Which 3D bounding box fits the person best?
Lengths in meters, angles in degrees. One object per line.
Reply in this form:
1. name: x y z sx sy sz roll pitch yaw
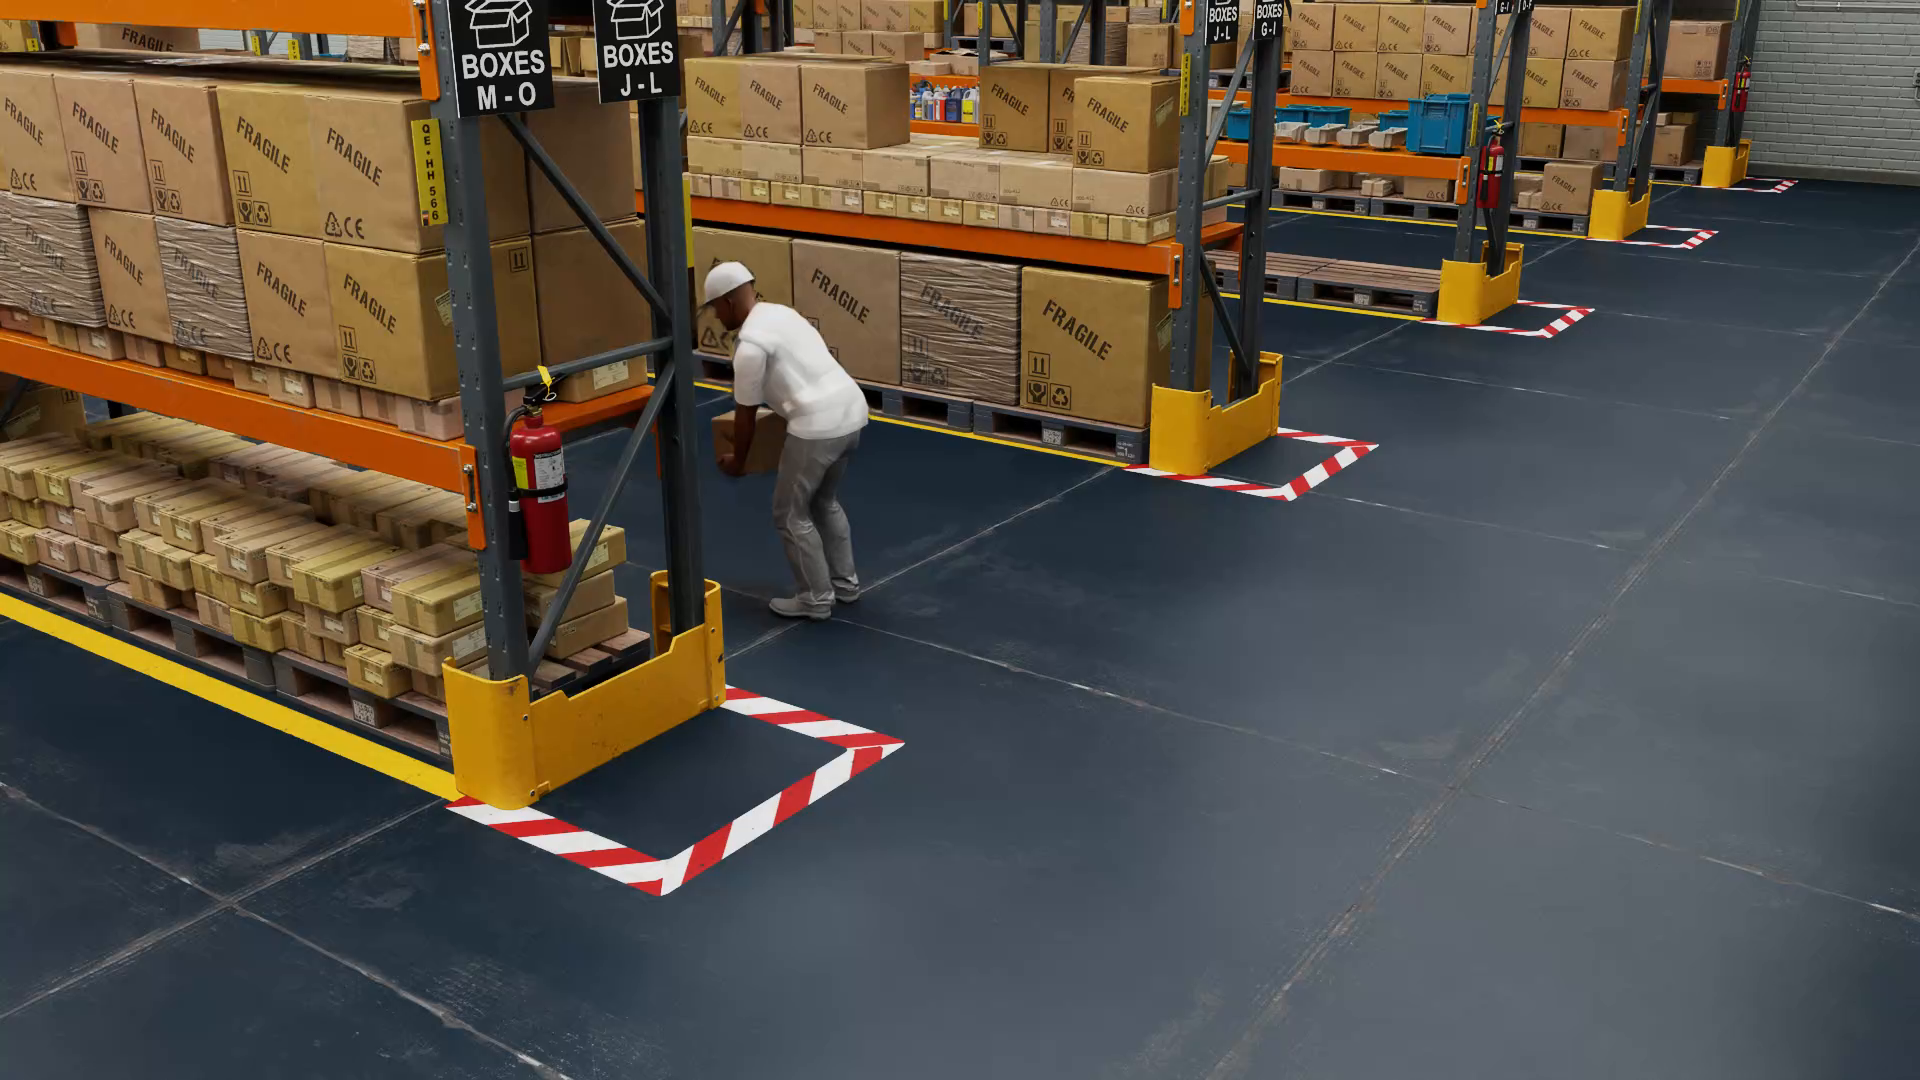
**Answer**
1. person: -0.808 -0.457 7.573 0.762 1.589 0.488 9 21 23
